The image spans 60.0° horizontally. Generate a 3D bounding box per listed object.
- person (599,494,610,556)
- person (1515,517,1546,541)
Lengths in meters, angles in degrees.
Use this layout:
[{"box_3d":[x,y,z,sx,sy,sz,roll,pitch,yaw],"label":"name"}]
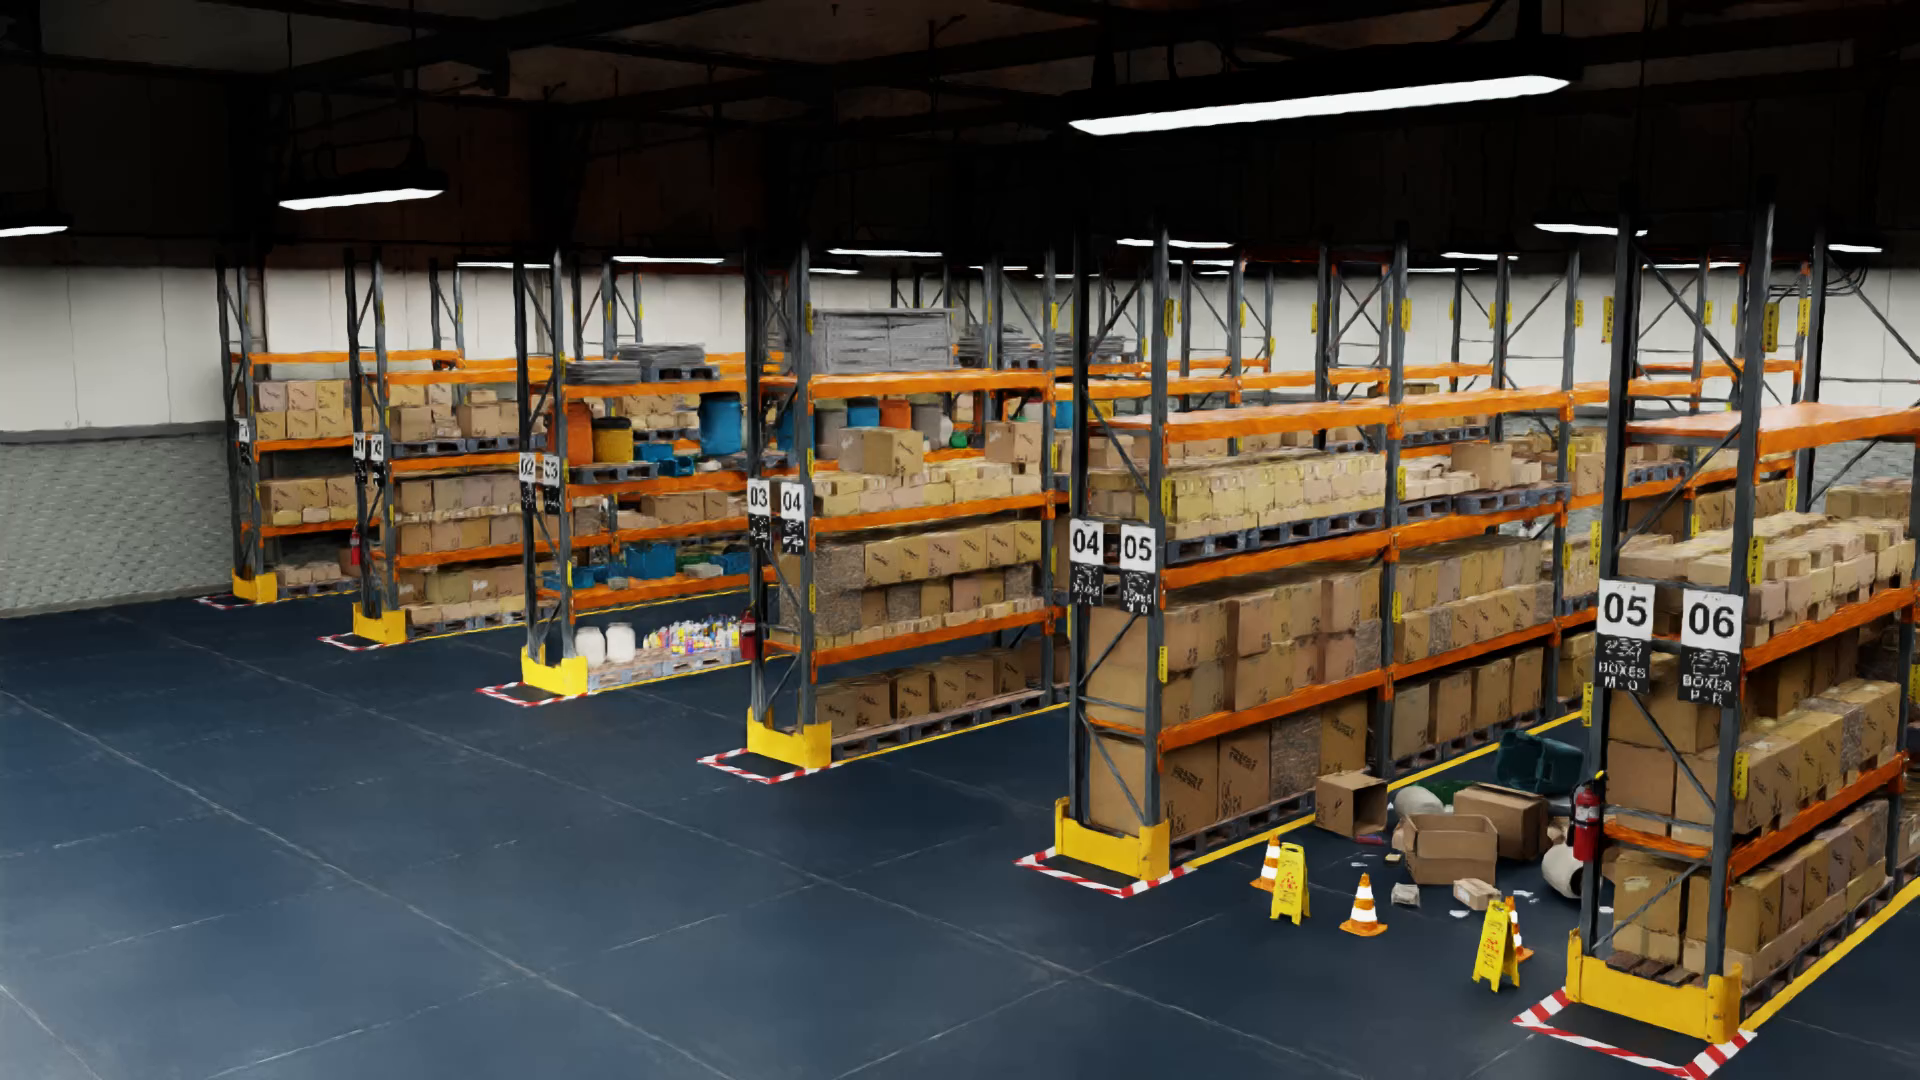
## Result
[{"box_3d":[-6.911,-0.262,32.611,0.616,1.645,0.656,6,10,37],"label":"person"},{"box_3d":[9.778,0.271,28.583,1.115,1.700,0.543,-7,11,-42],"label":"person"}]
